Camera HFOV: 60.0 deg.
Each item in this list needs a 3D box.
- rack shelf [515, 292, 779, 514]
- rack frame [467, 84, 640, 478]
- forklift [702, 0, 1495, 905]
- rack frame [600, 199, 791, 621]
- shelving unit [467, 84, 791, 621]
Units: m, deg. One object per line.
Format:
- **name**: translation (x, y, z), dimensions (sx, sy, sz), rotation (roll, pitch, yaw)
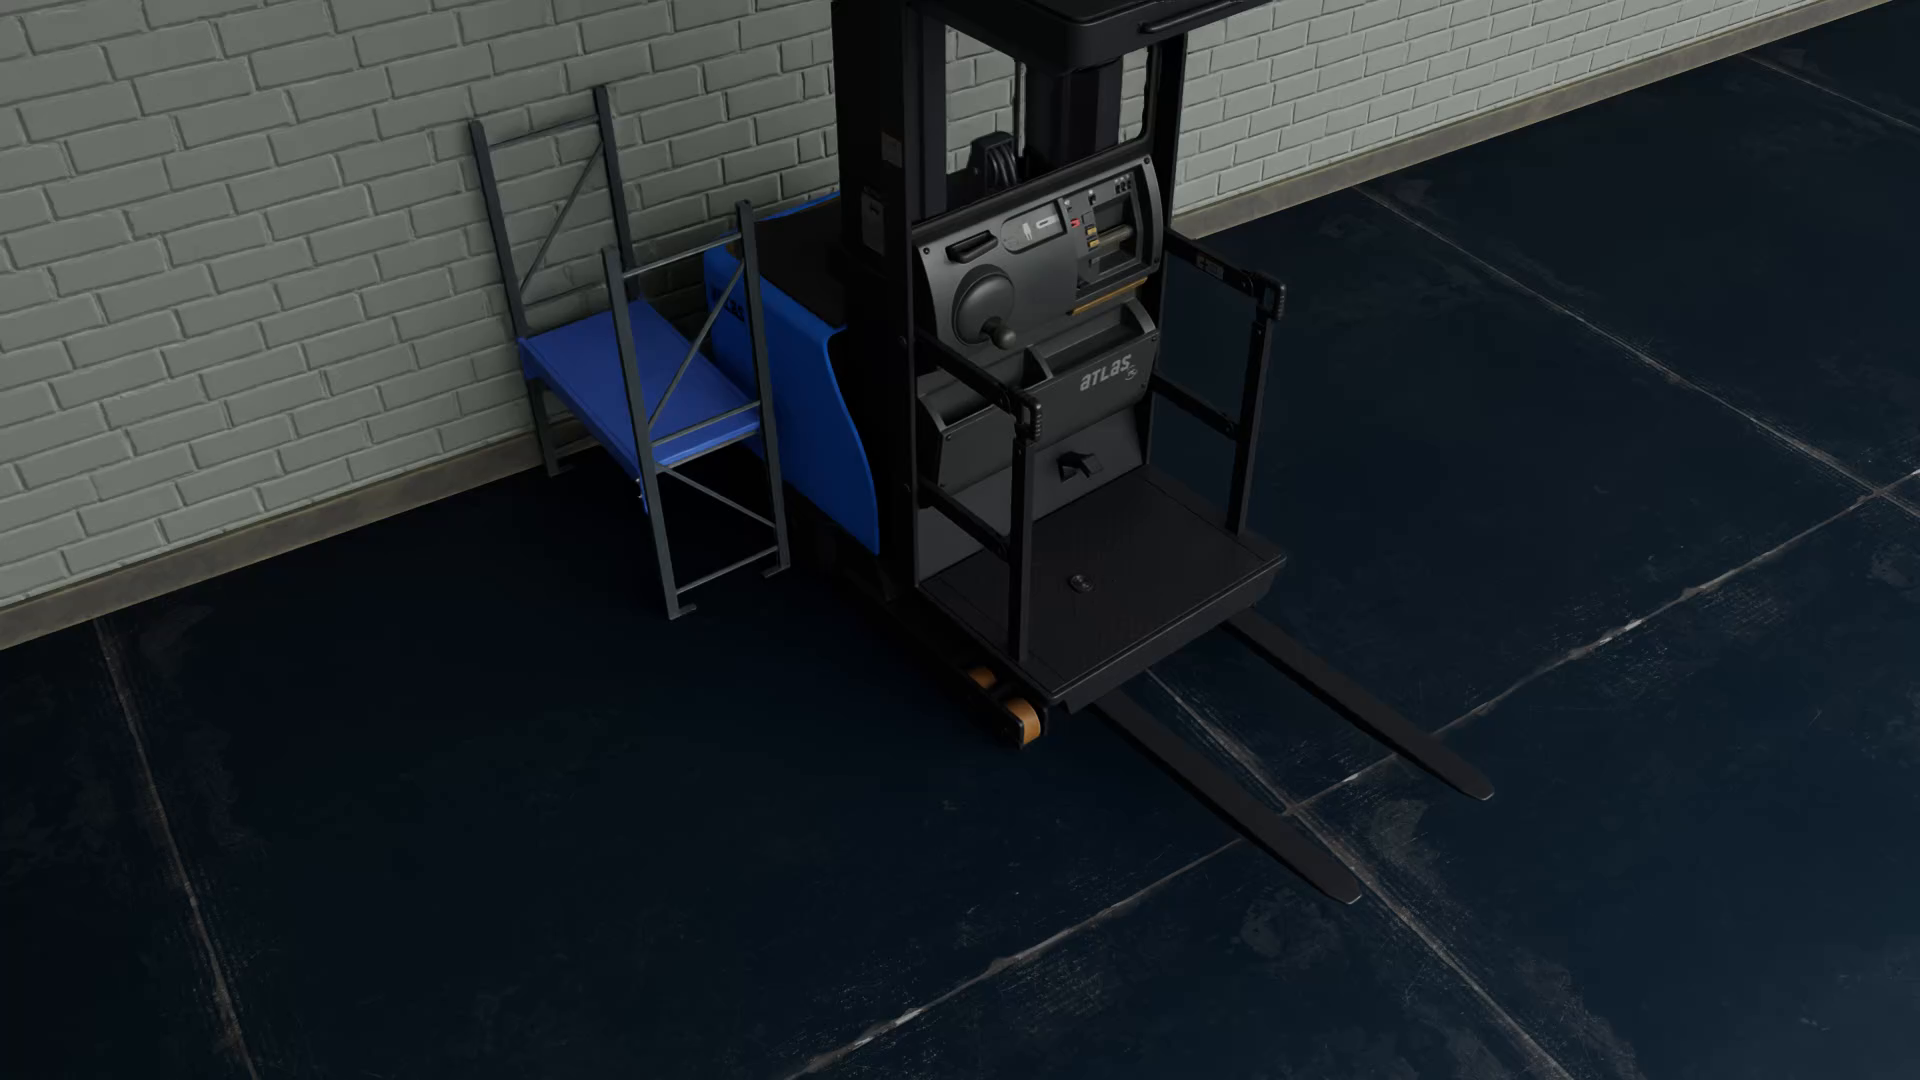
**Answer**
- **rack shelf**: translation (-1.136, -0.515, 5.969), dimensions (0.538, 0.185, 1.000), rotation (-25, 46, -25)
- **rack frame**: translation (-1.431, -0.918, 6.172), dimensions (0.500, 1.500, 0.032), rotation (-25, 46, -25)
- **forklift**: translation (0.396, -0.815, 4.938), dimensions (1.130, 2.935, 3.031), rotation (-28, 47, -29)
- **rack frame**: translation (-0.847, -0.386, 5.533), dimensions (0.500, 1.500, 0.032), rotation (-25, 46, -25)
- **shelving unit**: translation (-1.139, -0.652, 5.853), dimensions (0.538, 1.500, 1.048), rotation (-25, 46, -25)
